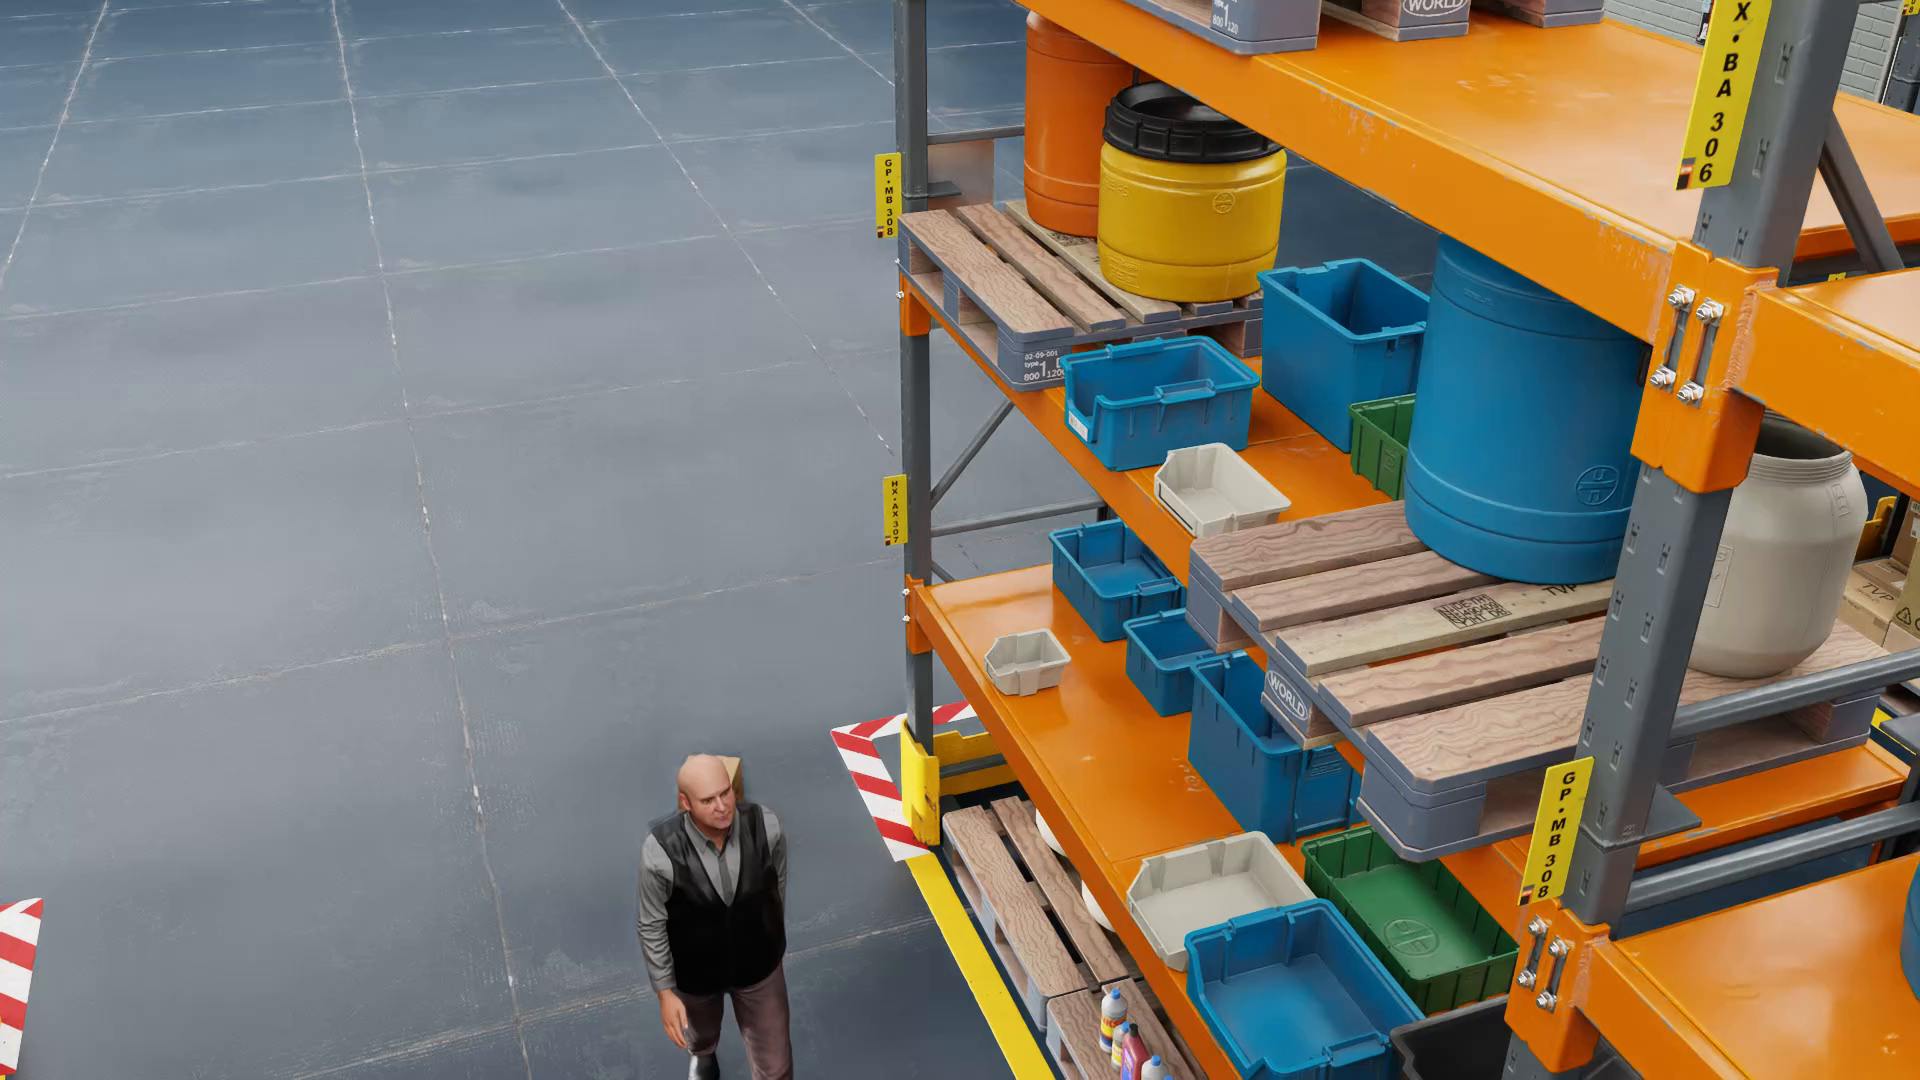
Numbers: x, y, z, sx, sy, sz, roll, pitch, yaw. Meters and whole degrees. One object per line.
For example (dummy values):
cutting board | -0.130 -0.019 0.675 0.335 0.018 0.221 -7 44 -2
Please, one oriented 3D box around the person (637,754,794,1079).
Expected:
person | -0.814 1.491 5.747 0.546 1.673 1.014 -9 31 -16
